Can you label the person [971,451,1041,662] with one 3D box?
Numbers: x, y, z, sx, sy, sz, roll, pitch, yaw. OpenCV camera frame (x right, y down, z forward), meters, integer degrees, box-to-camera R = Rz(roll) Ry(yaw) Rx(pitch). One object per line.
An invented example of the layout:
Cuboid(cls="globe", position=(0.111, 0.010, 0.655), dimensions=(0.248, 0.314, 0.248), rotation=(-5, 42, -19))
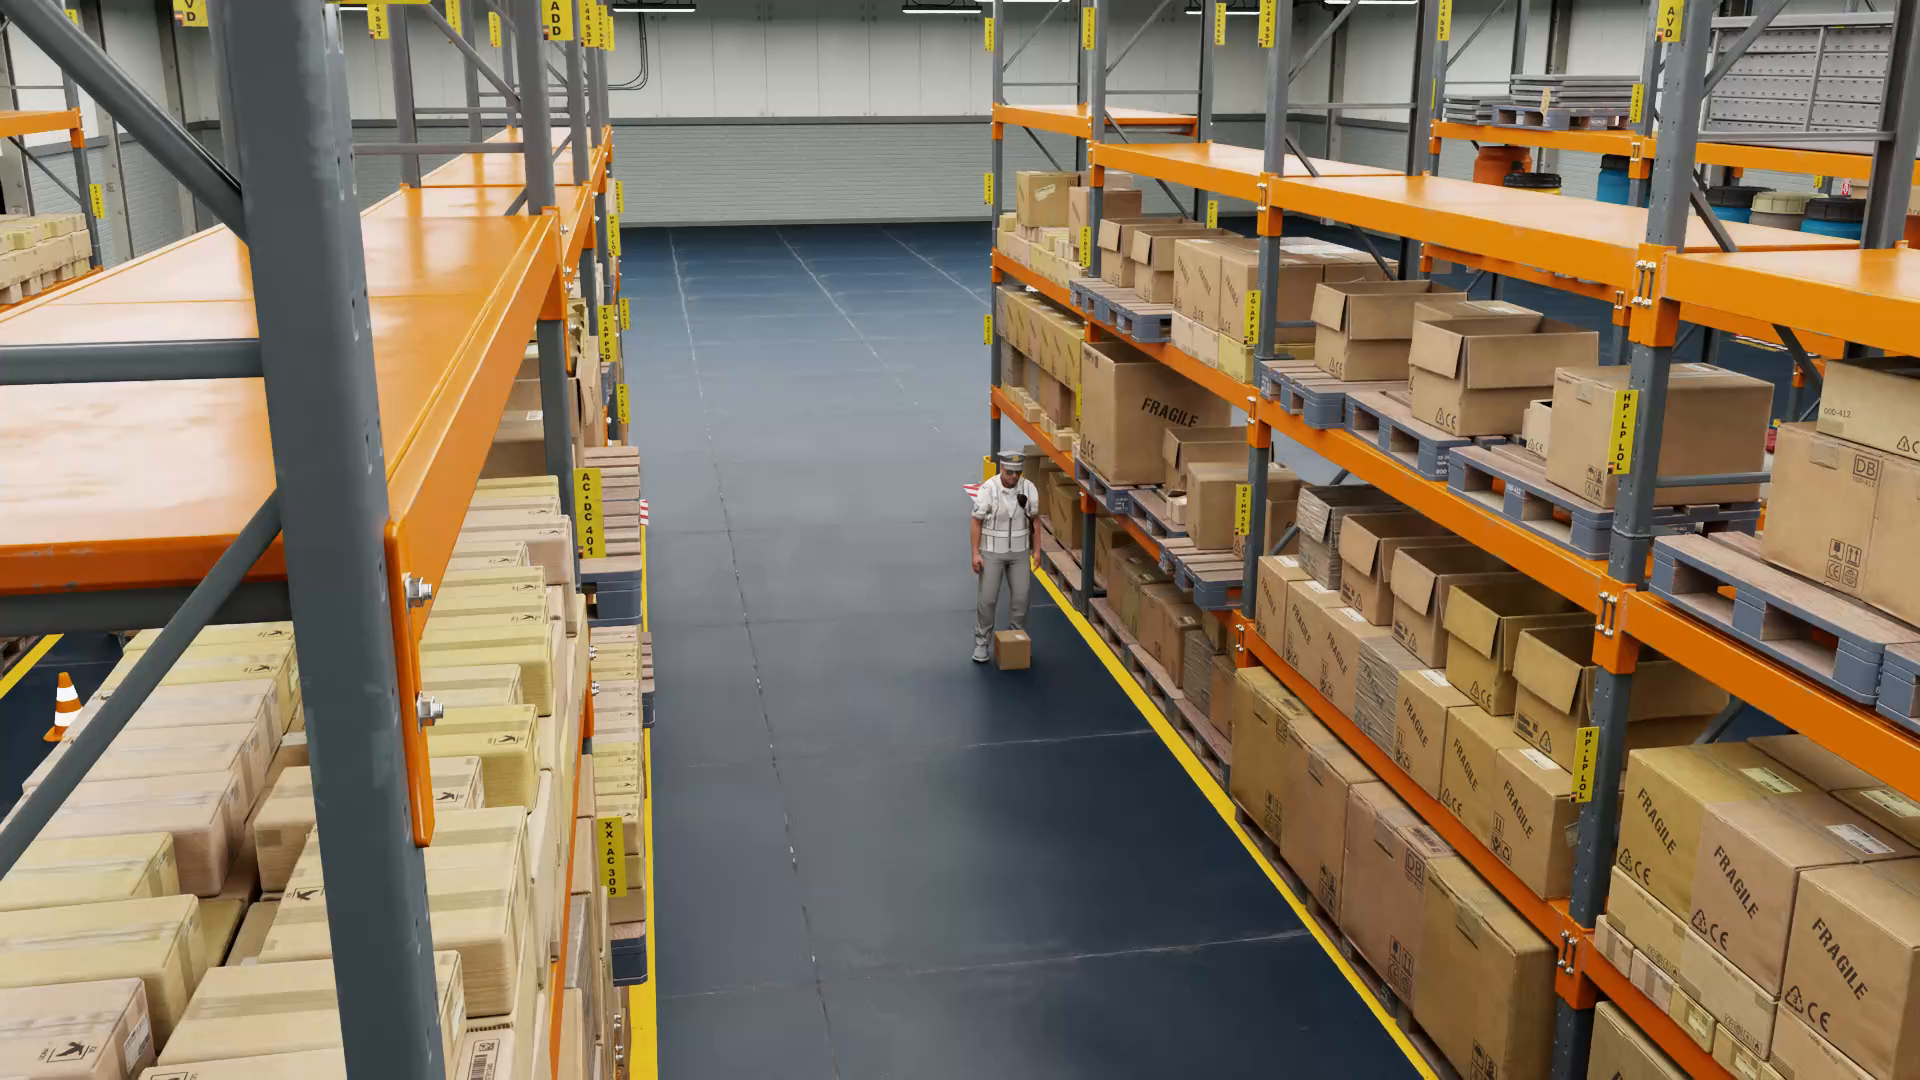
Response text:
Cuboid(cls="person", position=(0.373, 0.103, 13.666), dimensions=(0.597, 1.748, 0.432), rotation=(-4, 17, -12))
